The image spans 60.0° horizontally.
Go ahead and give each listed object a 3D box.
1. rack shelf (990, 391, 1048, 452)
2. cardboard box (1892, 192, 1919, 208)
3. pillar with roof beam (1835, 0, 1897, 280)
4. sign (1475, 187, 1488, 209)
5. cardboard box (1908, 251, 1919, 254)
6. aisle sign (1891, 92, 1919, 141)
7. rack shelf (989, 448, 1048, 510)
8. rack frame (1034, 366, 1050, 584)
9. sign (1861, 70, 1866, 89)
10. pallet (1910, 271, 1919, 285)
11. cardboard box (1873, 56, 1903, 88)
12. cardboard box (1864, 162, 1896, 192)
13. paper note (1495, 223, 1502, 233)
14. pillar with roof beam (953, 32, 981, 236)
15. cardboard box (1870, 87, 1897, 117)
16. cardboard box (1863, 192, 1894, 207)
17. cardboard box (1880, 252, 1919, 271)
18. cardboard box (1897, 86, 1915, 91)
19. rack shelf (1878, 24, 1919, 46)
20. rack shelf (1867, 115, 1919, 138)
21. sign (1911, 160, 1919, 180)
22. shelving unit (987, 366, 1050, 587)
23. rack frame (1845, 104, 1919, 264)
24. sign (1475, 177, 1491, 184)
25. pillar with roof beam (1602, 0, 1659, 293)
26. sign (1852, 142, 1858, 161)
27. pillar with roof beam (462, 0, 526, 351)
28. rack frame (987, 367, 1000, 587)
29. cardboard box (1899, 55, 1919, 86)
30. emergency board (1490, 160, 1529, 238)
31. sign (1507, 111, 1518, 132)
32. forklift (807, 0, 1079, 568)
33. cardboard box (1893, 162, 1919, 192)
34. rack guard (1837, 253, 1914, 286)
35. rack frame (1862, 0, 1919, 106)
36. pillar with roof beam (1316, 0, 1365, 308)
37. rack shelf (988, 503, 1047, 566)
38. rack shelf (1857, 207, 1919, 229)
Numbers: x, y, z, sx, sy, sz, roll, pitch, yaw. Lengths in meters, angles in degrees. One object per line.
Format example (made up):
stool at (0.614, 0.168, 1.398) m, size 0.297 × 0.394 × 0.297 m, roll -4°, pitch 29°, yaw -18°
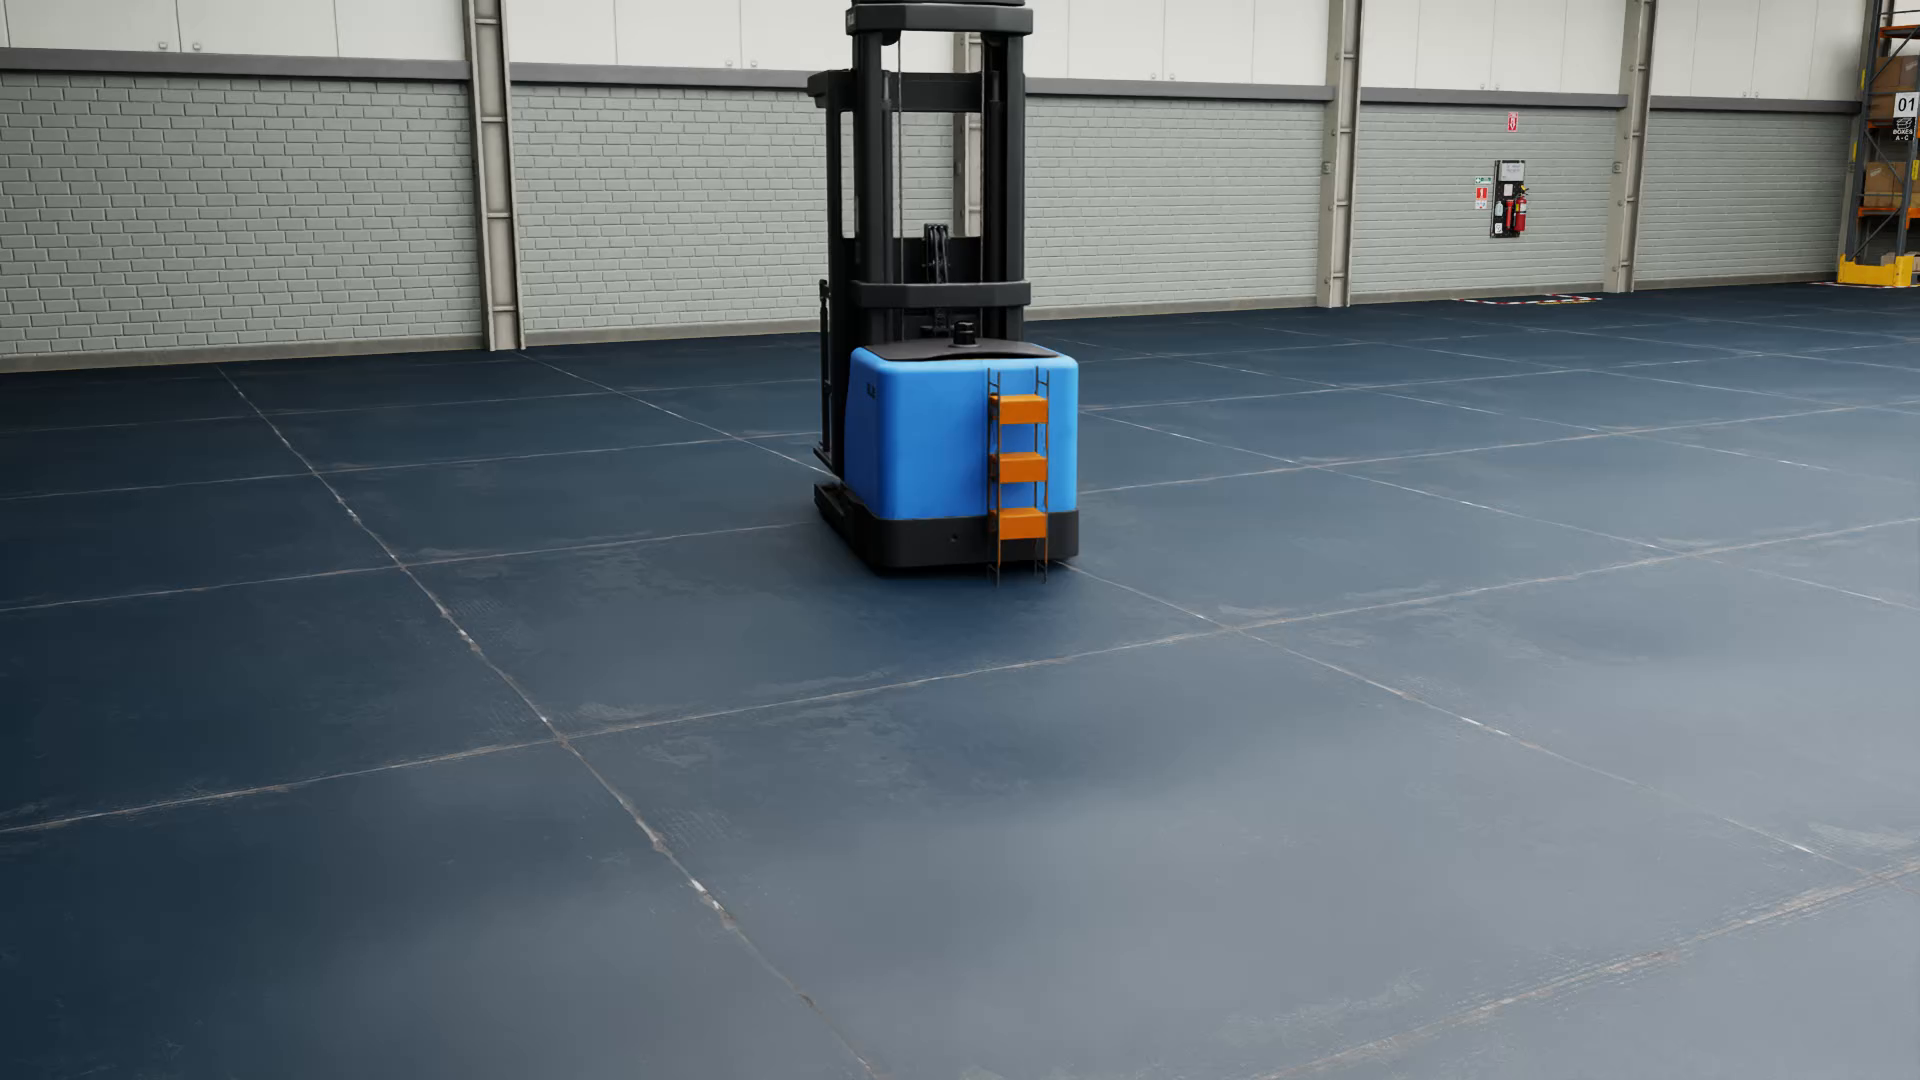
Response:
rack shelf at (0.280, -0.576, 8.032) m, size 0.240 × 0.259 × 0.215 m, roll -3°, pitch 13°, yaw -14°
cardboard box at (16.342, -5.819, 28.429) m, size 0.500 × 0.250 × 0.500 m, roll -7°, pitch 15°, yaw -29°
pillar with roof beam at (18.025, -8.230, 25.182) m, size 0.400 × 9.000 × 9.100 m, roll -7°, pitch 14°, yaw -28°
sign at (7.973, -5.228, 25.425) m, size 0.234 × 0.329 × 0.001 m, roll -7°, pitch 14°, yaw -28°
cardboard box at (16.913, -4.910, 29.218) m, size 0.500 × 0.311 × 0.500 m, roll -6°, pitch 14°, yaw -23°
aisle sign at (15.843, -7.095, 27.883) m, size 0.004 × 0.787 × 0.394 m, roll -7°, pitch 14°, yaw -28°
rack shelf at (0.280, -0.299, 8.095) m, size 0.240 × 0.259 × 0.215 m, roll -3°, pitch 13°, yaw -14°
rack frame at (0.398, -0.316, 8.122) m, size 0.008 × 1.050 × 0.200 m, roll -3°, pitch 13°, yaw -14°
sign at (15.514, -7.897, 28.517) m, size 0.005 × 0.325 × 0.100 m, roll -7°, pitch 14°, yaw -28°
pallet at (16.559, -4.618, 29.150) m, size 1.213 × 0.211 × 1.003 m, roll -7°, pitch 14°, yaw -28°
cardboard box at (16.015, -7.998, 28.432) m, size 0.500 × 0.500 × 0.500 m, roll -6°, pitch 14°, yaw -25°
cardboard box at (16.074, -6.285, 28.793) m, size 0.500 × 0.500 × 0.500 m, roll -7°, pitch 14°, yaw -28°
paper note at (8.320, -4.814, 25.672) m, size 0.142 × 0.148 × 0.016 m, roll -7°, pitch 14°, yaw -28°
pillar with roof beam at (2.225, -6.336, 16.767) m, size 0.400 × 9.000 × 9.100 m, roll -7°, pitch 14°, yaw -28°
cardboard box at (16.007, -7.507, 28.528) m, size 0.500 × 0.500 × 0.500 m, roll -6°, pitch 14°, yaw -24°
cardboard box at (16.079, -5.915, 28.857) m, size 0.500 × 0.250 × 0.500 m, roll -7°, pitch 14°, yaw -27°
cardboard box at (16.412, -4.850, 28.952) m, size 0.500 × 0.311 × 0.500 m, roll -9°, pitch 15°, yaw -34°
cardboard box at (16.175, -7.401, 28.058) m, size 0.500 × 0.500 × 0.500 m, roll -6°, pitch 14°, yaw -26°
rack shelf at (17.517, -8.677, 28.814) m, size 4.000 × 0.370 × 1.077 m, roll -7°, pitch 14°, yaw -28°
rack shelf at (17.517, -7.215, 29.143) m, size 4.000 × 0.370 × 1.077 m, roll -7°, pitch 14°, yaw -28°
sign at (16.022, -6.210, 27.899) m, size 0.005 × 0.325 × 0.100 m, roll -7°, pitch 14°, yaw -28°
shelving unit at (0.280, -0.309, 8.092) m, size 0.252 × 1.050 × 0.215 m, roll -3°, pitch 13°, yaw -14°
rack frame at (15.762, -5.892, 28.459) m, size 0.127 × 3.000 × 1.000 m, roll -7°, pitch 14°, yaw -28°
sign at (7.982, -5.485, 25.362) m, size 0.331 × 0.109 × 0.001 m, roll -7°, pitch 14°, yaw -28°
pillar with roof beam at (12.758, -7.598, 22.377) m, size 0.400 × 9.000 × 9.100 m, roll -7°, pitch 14°, yaw -28°
sign at (15.514, -6.720, 28.782) m, size 0.005 × 0.325 × 0.100 m, roll -7°, pitch 14°, yaw -28°
pillar with roof beam at (-3.041, -5.705, 13.963) m, size 0.400 × 9.000 × 9.100 m, roll -7°, pitch 14°, yaw -28°
rack frame at (0.162, -0.303, 8.063) m, size 0.008 × 1.050 × 0.200 m, roll -3°, pitch 13°, yaw -14°
cardboard box at (16.216, -7.896, 27.979) m, size 0.500 × 0.500 × 0.500 m, roll -8°, pitch 15°, yaw -32°
emergency board at (8.508, -5.249, 25.599) m, size 0.643 × 1.169 × 0.194 m, roll -7°, pitch 14°, yaw -28°
sign at (8.453, -6.398, 25.426) m, size 0.199 × 0.298 × 0.001 m, roll -7°, pitch 14°, yaw -28°
forklift at (-0.242, -1.569, 9.404) m, size 1.130 × 2.935 × 3.031 m, roll -3°, pitch 13°, yaw -13°
cardboard box at (16.325, -6.187, 28.356) m, size 0.500 × 0.500 × 0.500 m, roll -7°, pitch 14°, yaw -28°
rack guard at (15.829, -4.681, 28.769) m, size 0.348 × 0.500 × 1.175 m, roll -7°, pitch 14°, yaw -28°
rack frame at (15.762, -8.819, 27.800) m, size 0.127 × 3.000 × 1.000 m, roll -7°, pitch 14°, yaw -28°
pillar with roof beam at (7.492, -6.967, 19.572) m, size 0.400 × 9.000 × 9.100 m, roll -7°, pitch 14°, yaw -28°
rack shelf at (0.280, -0.028, 8.156) m, size 0.240 × 0.259 × 0.215 m, roll -3°, pitch 13°, yaw -14°
rack shelf at (17.517, -5.752, 29.473) m, size 4.000 × 0.370 × 1.077 m, roll -7°, pitch 14°, yaw -28°
